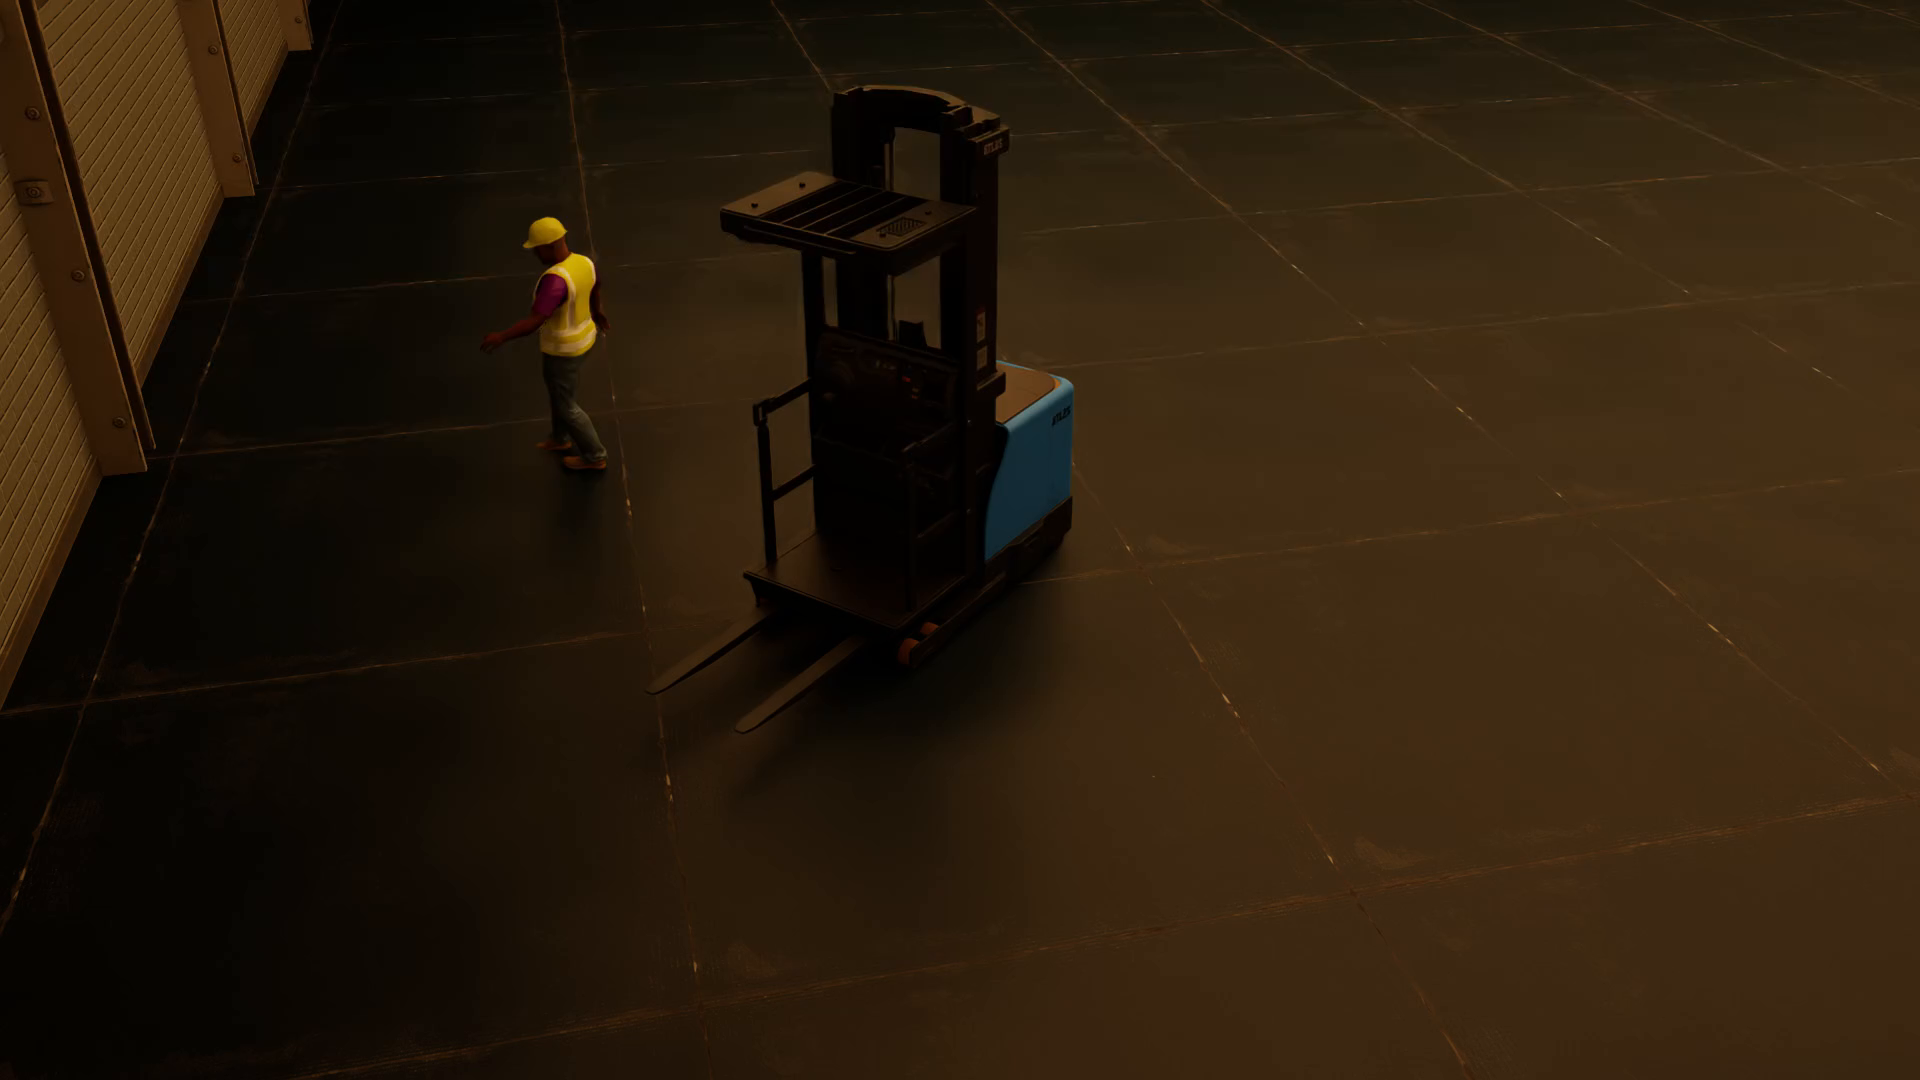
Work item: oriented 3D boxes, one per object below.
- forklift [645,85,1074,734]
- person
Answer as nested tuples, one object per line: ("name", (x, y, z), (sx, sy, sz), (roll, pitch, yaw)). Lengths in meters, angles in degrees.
("forklift", (-0.531, -0.825, 9.000), (1.130, 2.935, 3.031), (18, 35, 29))
("person", (-2.697, -1.303, 11.056), (0.658, 1.780, 1.048), (7, 31, 12))
